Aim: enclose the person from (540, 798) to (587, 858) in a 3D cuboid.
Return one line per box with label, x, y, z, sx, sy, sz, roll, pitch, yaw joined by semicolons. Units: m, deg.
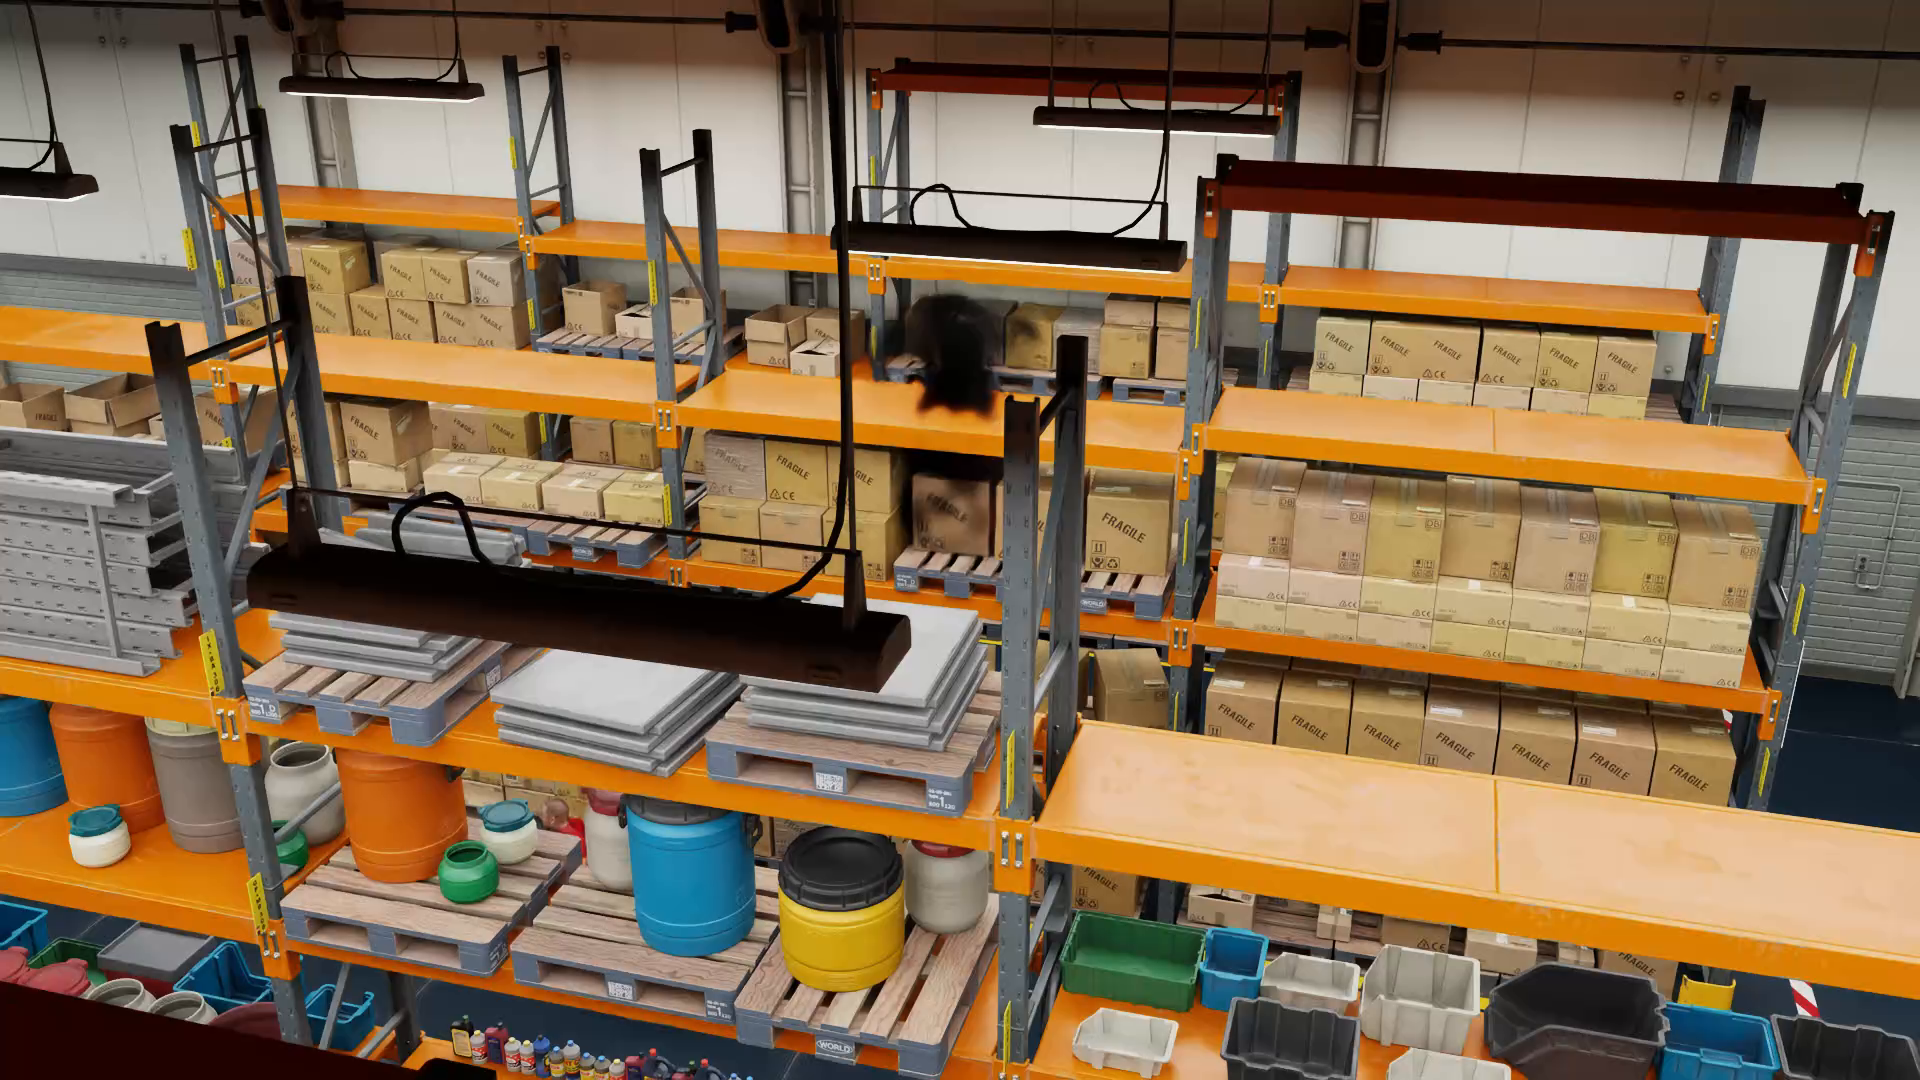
person;-2.811;2.682;12.264;0.832;1.701;0.686;-11;25;-26
